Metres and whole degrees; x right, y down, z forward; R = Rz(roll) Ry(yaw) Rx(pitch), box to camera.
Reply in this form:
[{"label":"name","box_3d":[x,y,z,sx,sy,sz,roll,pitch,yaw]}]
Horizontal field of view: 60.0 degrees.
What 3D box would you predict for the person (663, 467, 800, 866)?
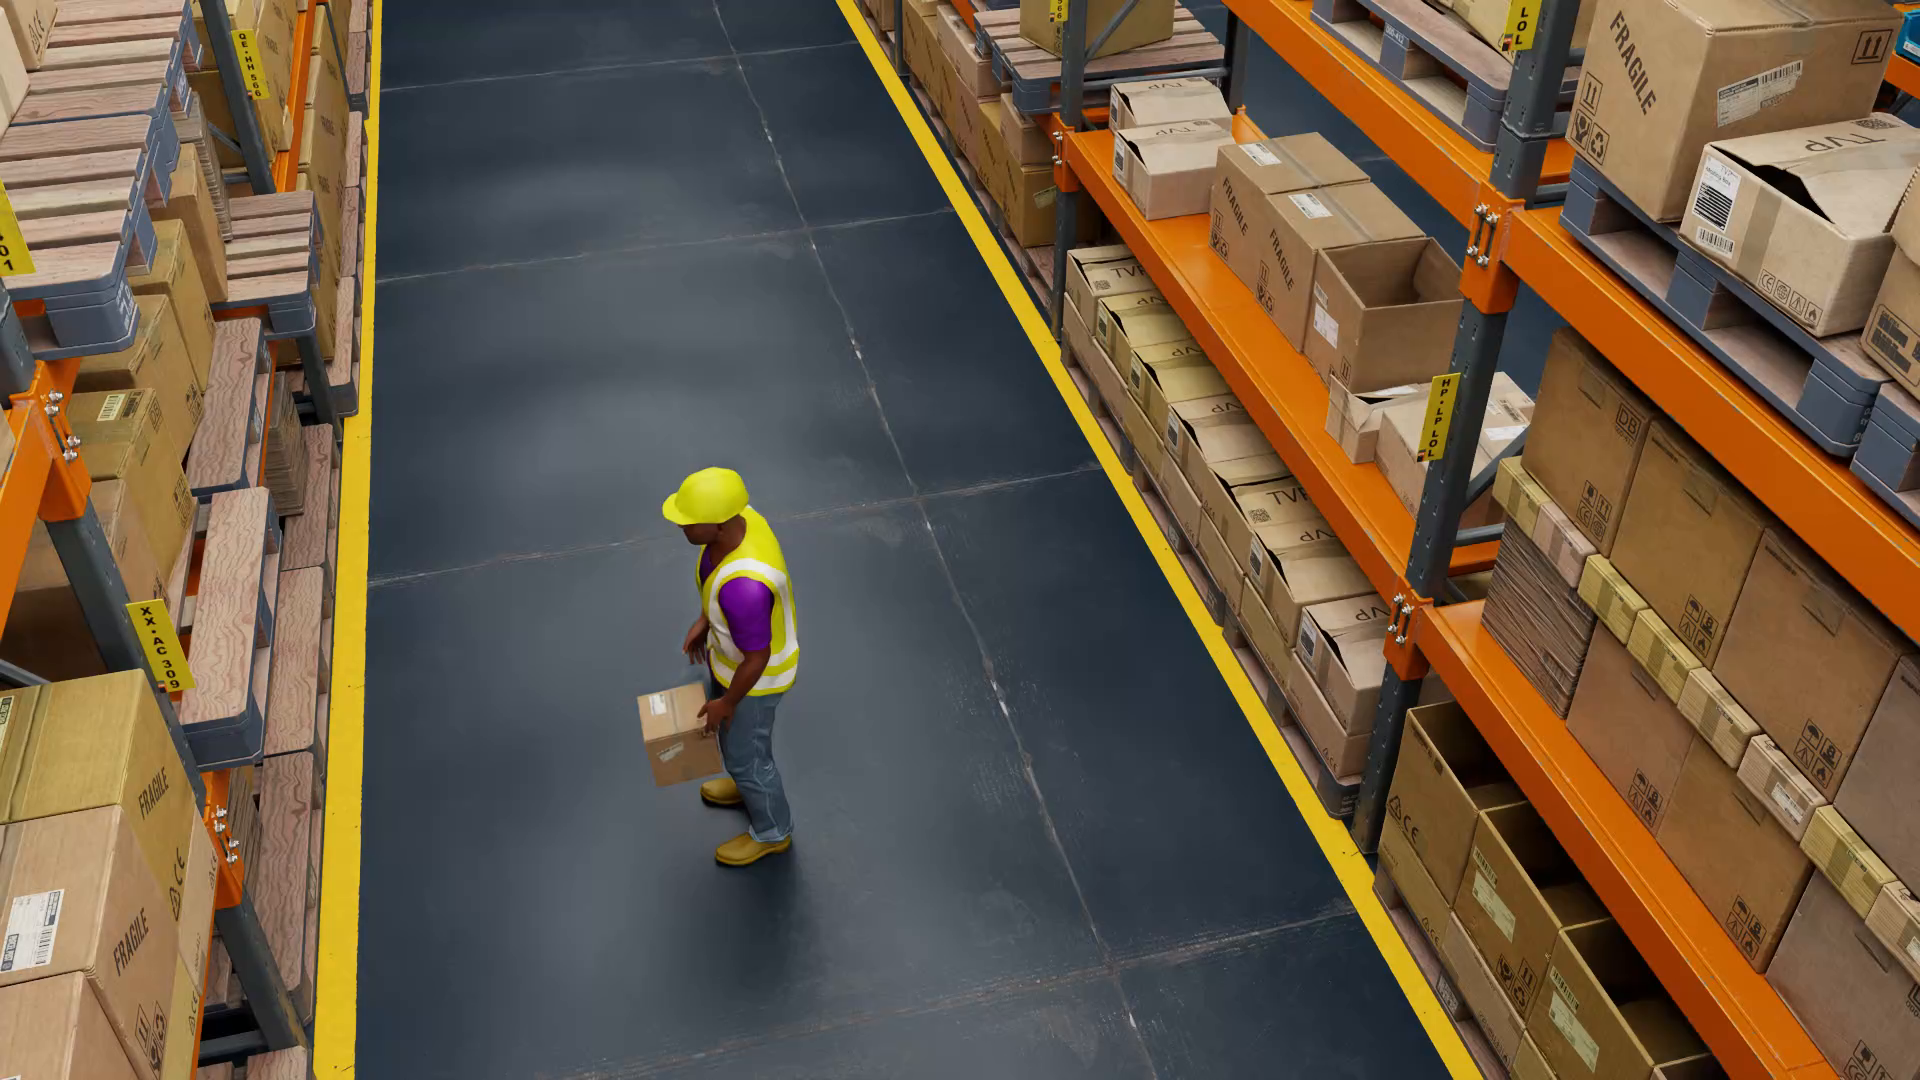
[{"label":"person","box_3d":[-0.803,0.453,6.115,0.419,1.766,0.586,-9,39,-12]}]
